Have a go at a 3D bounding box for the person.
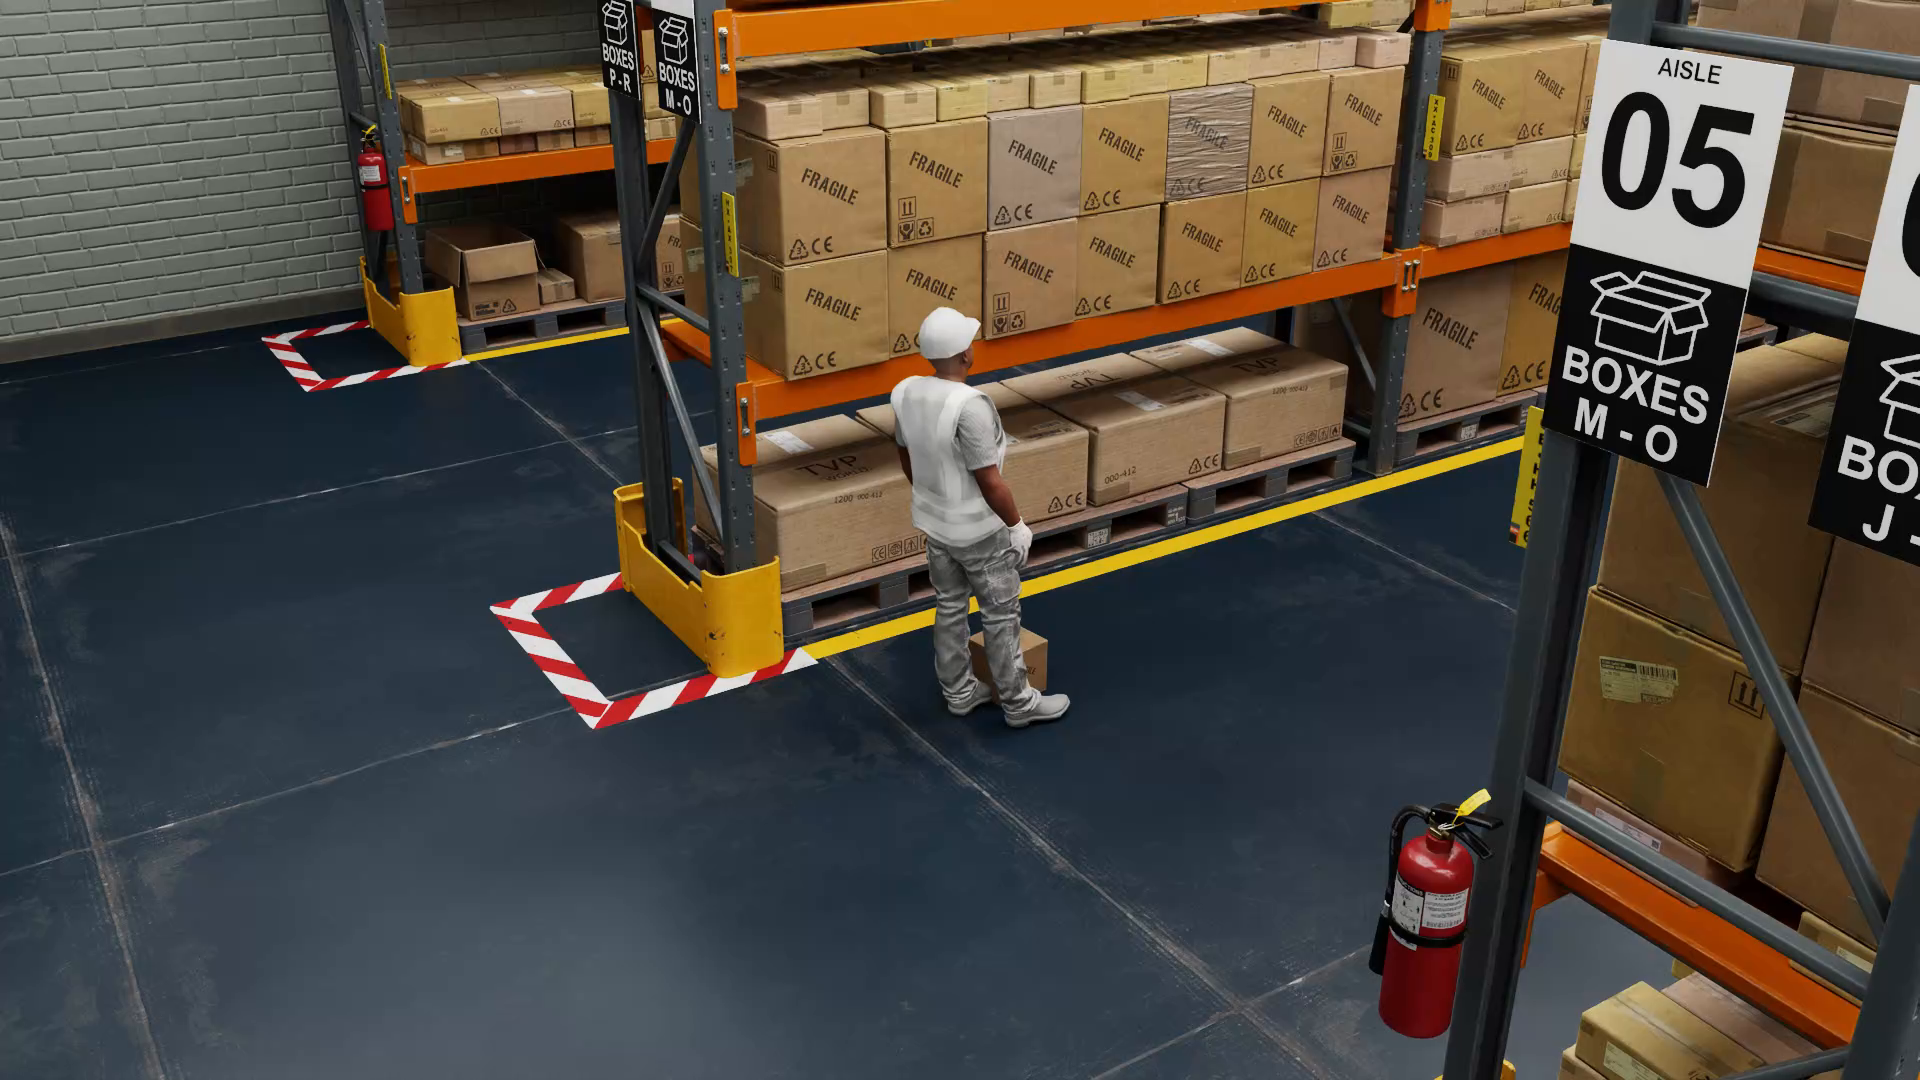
[{"bbox_3d":[0.073,-0.098,6.773,0.575,1.785,0.656,-20,31,-36],"label":"person"}]
